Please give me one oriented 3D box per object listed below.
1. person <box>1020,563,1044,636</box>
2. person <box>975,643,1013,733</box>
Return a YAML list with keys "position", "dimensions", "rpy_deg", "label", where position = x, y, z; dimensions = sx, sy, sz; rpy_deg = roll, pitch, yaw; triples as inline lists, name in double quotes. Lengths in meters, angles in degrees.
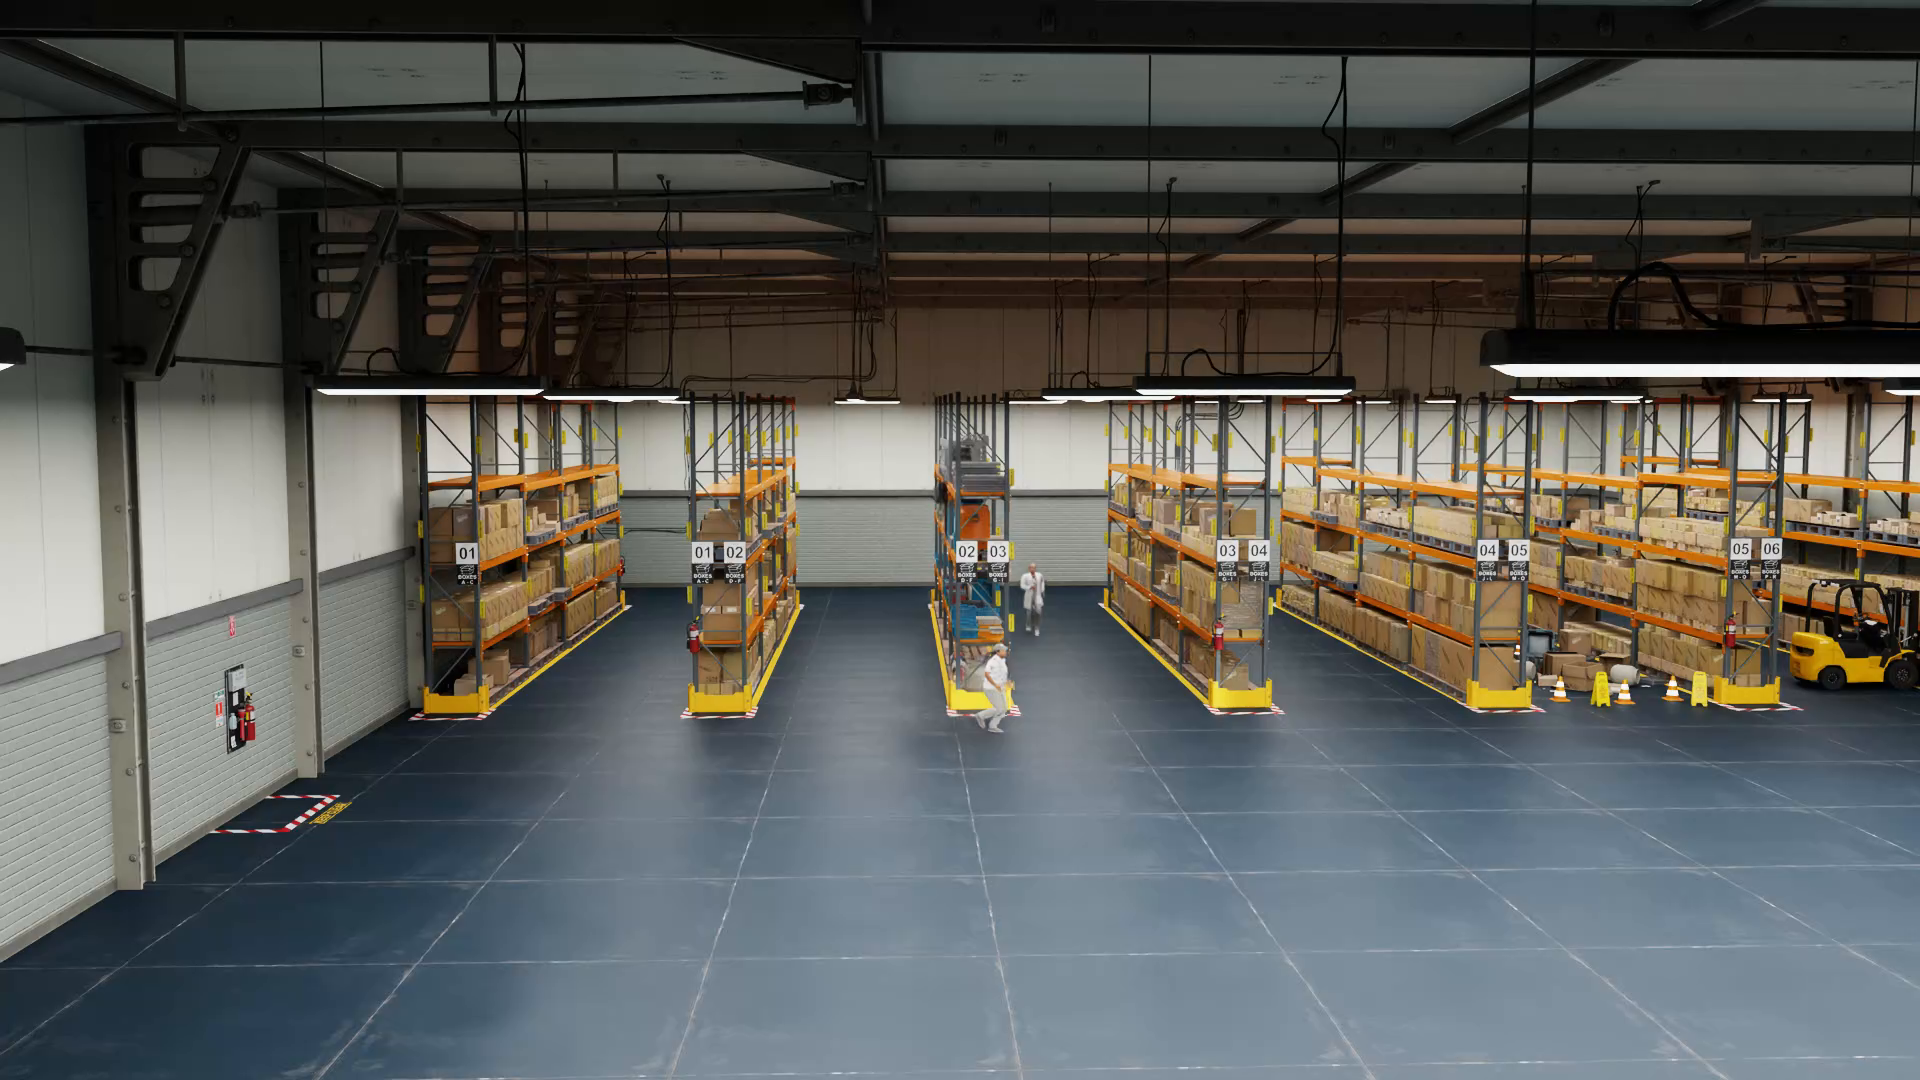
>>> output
- position: [1.822, 1.496, 41.800]
  dimensions: [0.665, 1.836, 0.909]
  rpy_deg: [-1, 5, -10]
  label: "person"
- position: [0.586, 2.597, 29.200]
  dimensions: [0.601, 1.591, 0.606]
  rpy_deg: [2, 5, 22]
  label: "person"
